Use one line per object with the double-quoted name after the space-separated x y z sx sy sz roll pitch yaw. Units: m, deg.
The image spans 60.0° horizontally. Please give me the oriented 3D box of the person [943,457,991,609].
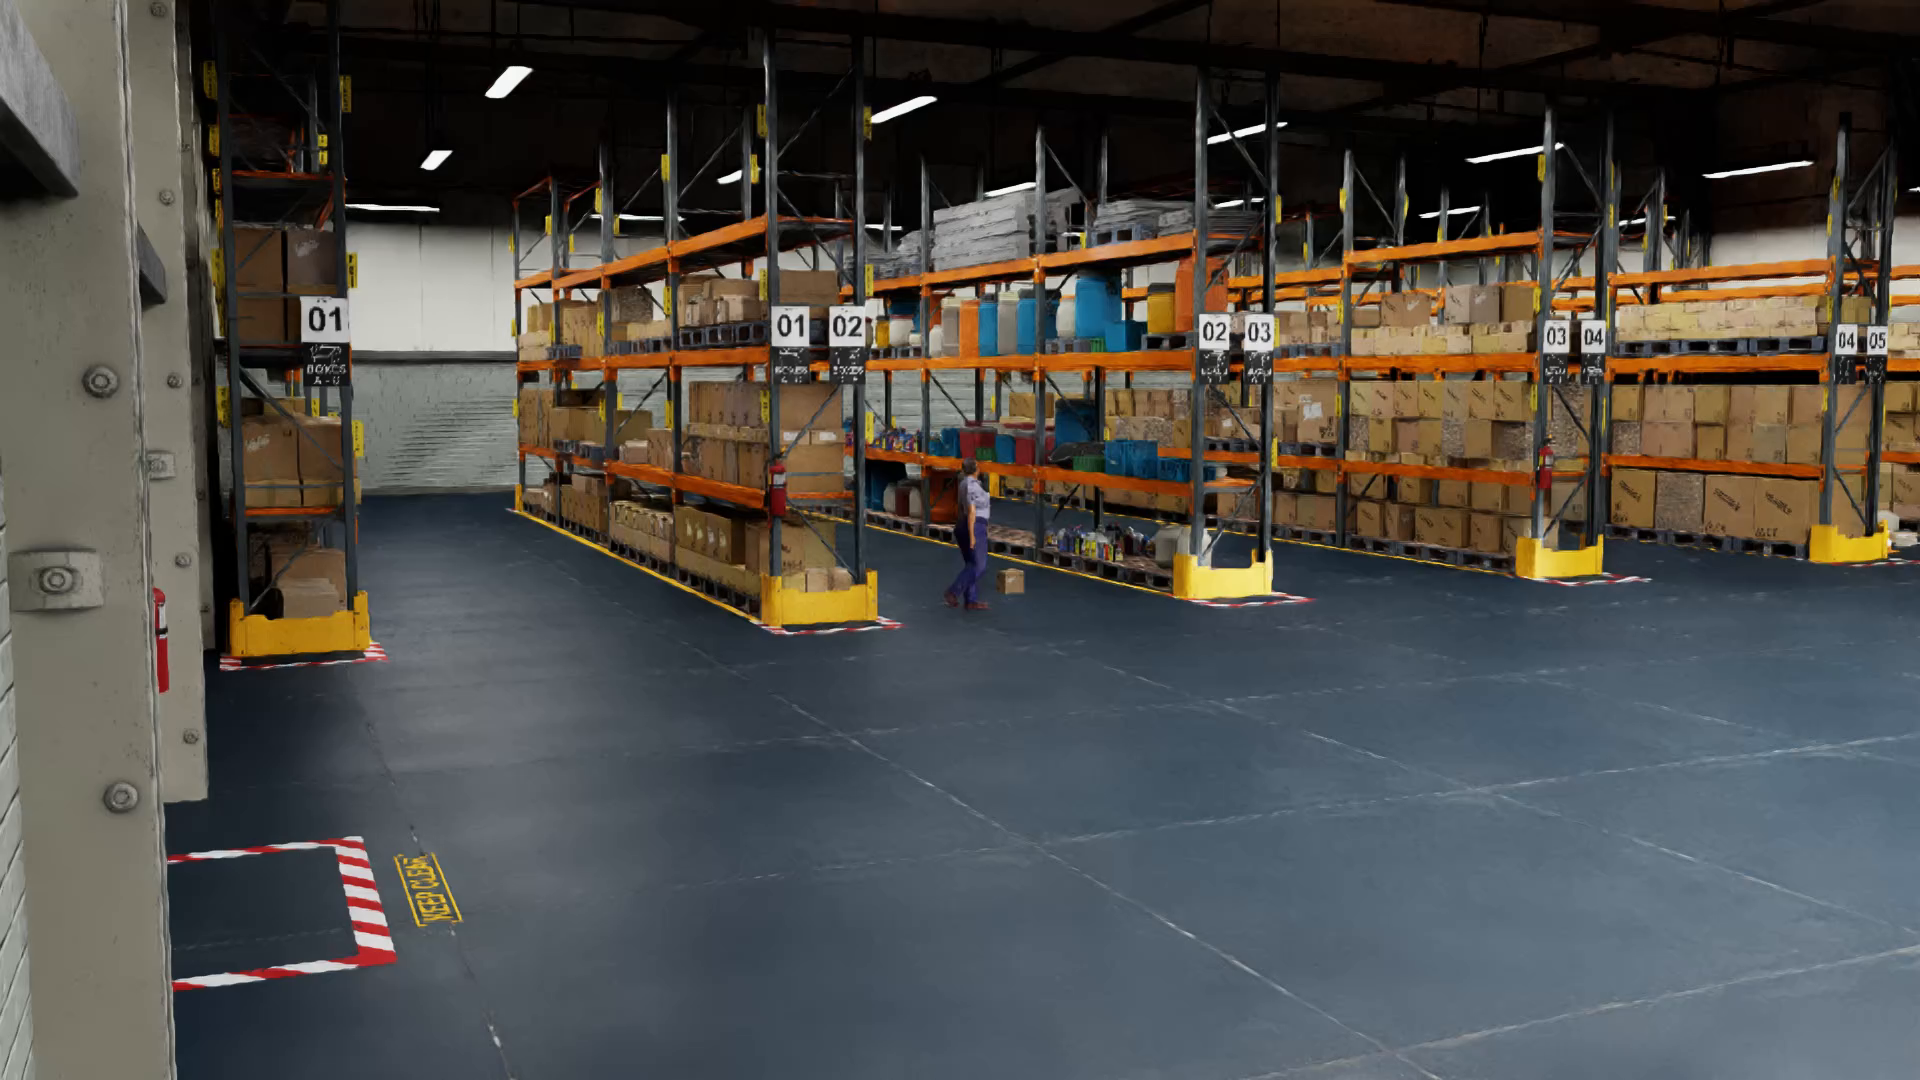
0.075 -0.058 17.728 0.596 1.643 0.684 -2 6 -16 "person"
